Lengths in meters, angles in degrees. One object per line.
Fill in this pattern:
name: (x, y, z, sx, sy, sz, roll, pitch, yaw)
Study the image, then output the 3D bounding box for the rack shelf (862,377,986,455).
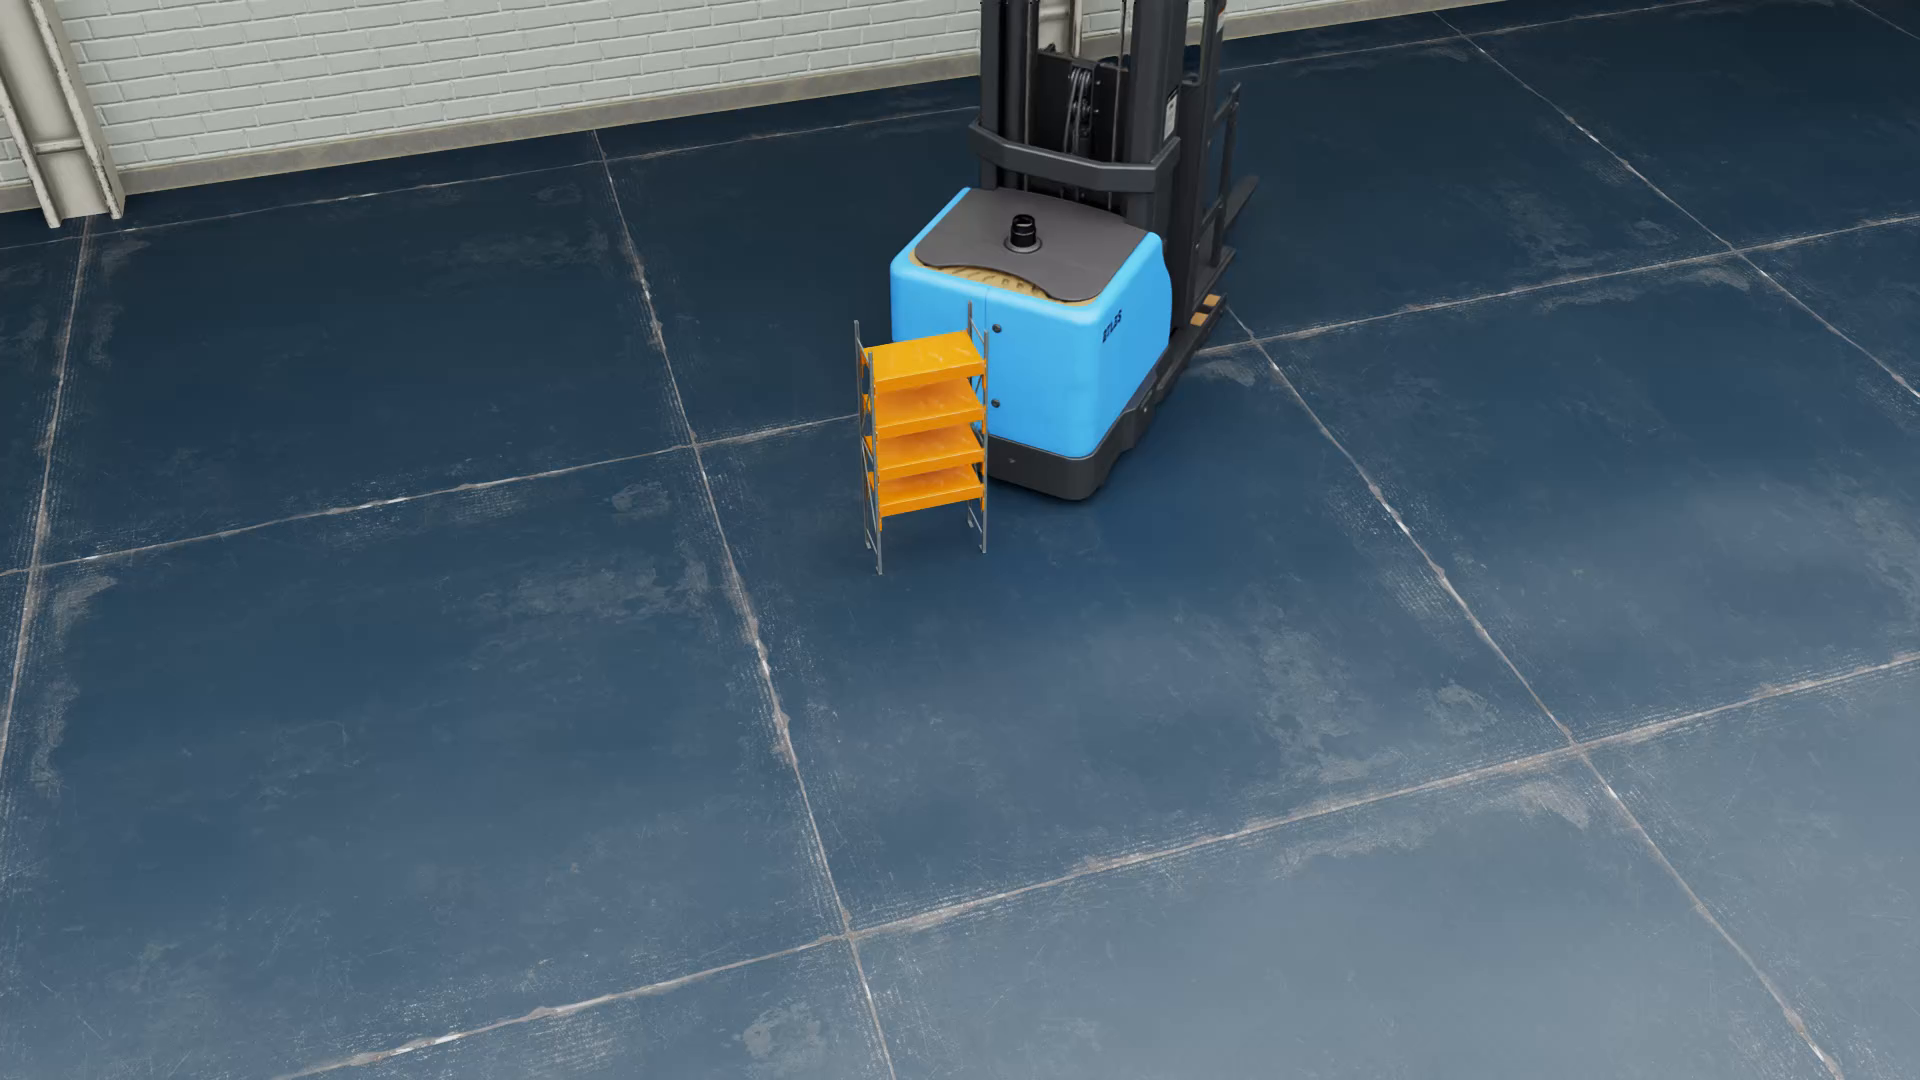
rack shelf: (-0.158, -0.537, 7.064, 0.480, 0.148, 0.258, -12, 42, -13)

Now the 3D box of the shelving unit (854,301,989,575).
shelving unit: (-0.158, -0.419, 7.167, 0.503, 1.200, 0.258, -12, 42, -13)

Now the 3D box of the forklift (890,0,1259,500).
forklift: (0.774, -2.256, 7.954, 1.130, 2.935, 3.031, 18, 44, 19)

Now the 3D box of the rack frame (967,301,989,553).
rack frame: (0.075, -0.467, 7.223, 0.015, 1.200, 0.240, -12, 42, -13)

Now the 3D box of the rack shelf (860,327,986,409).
rack shelf: (-0.158, -0.715, 6.909, 0.480, 0.148, 0.258, -12, 42, -13)

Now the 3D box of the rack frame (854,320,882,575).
rack frame: (-0.391, -0.371, 7.112, 0.015, 1.200, 0.240, -12, 42, -13)

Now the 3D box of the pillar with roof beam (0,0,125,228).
pillar with roof beam: (-3.863, -2.638, 3.779, 0.400, 9.000, 9.100, -12, 42, -13)

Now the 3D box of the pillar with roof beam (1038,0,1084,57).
pillar with roof beam: (1.860, -3.824, 5.137, 0.400, 9.000, 9.100, -12, 42, -13)

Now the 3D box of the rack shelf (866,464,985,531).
rack shelf: (-0.158, -0.219, 7.342, 0.480, 0.148, 0.258, -12, 42, -13)

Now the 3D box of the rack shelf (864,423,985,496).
rack shelf: (-0.158, -0.368, 7.212, 0.480, 0.148, 0.258, -12, 42, -13)
